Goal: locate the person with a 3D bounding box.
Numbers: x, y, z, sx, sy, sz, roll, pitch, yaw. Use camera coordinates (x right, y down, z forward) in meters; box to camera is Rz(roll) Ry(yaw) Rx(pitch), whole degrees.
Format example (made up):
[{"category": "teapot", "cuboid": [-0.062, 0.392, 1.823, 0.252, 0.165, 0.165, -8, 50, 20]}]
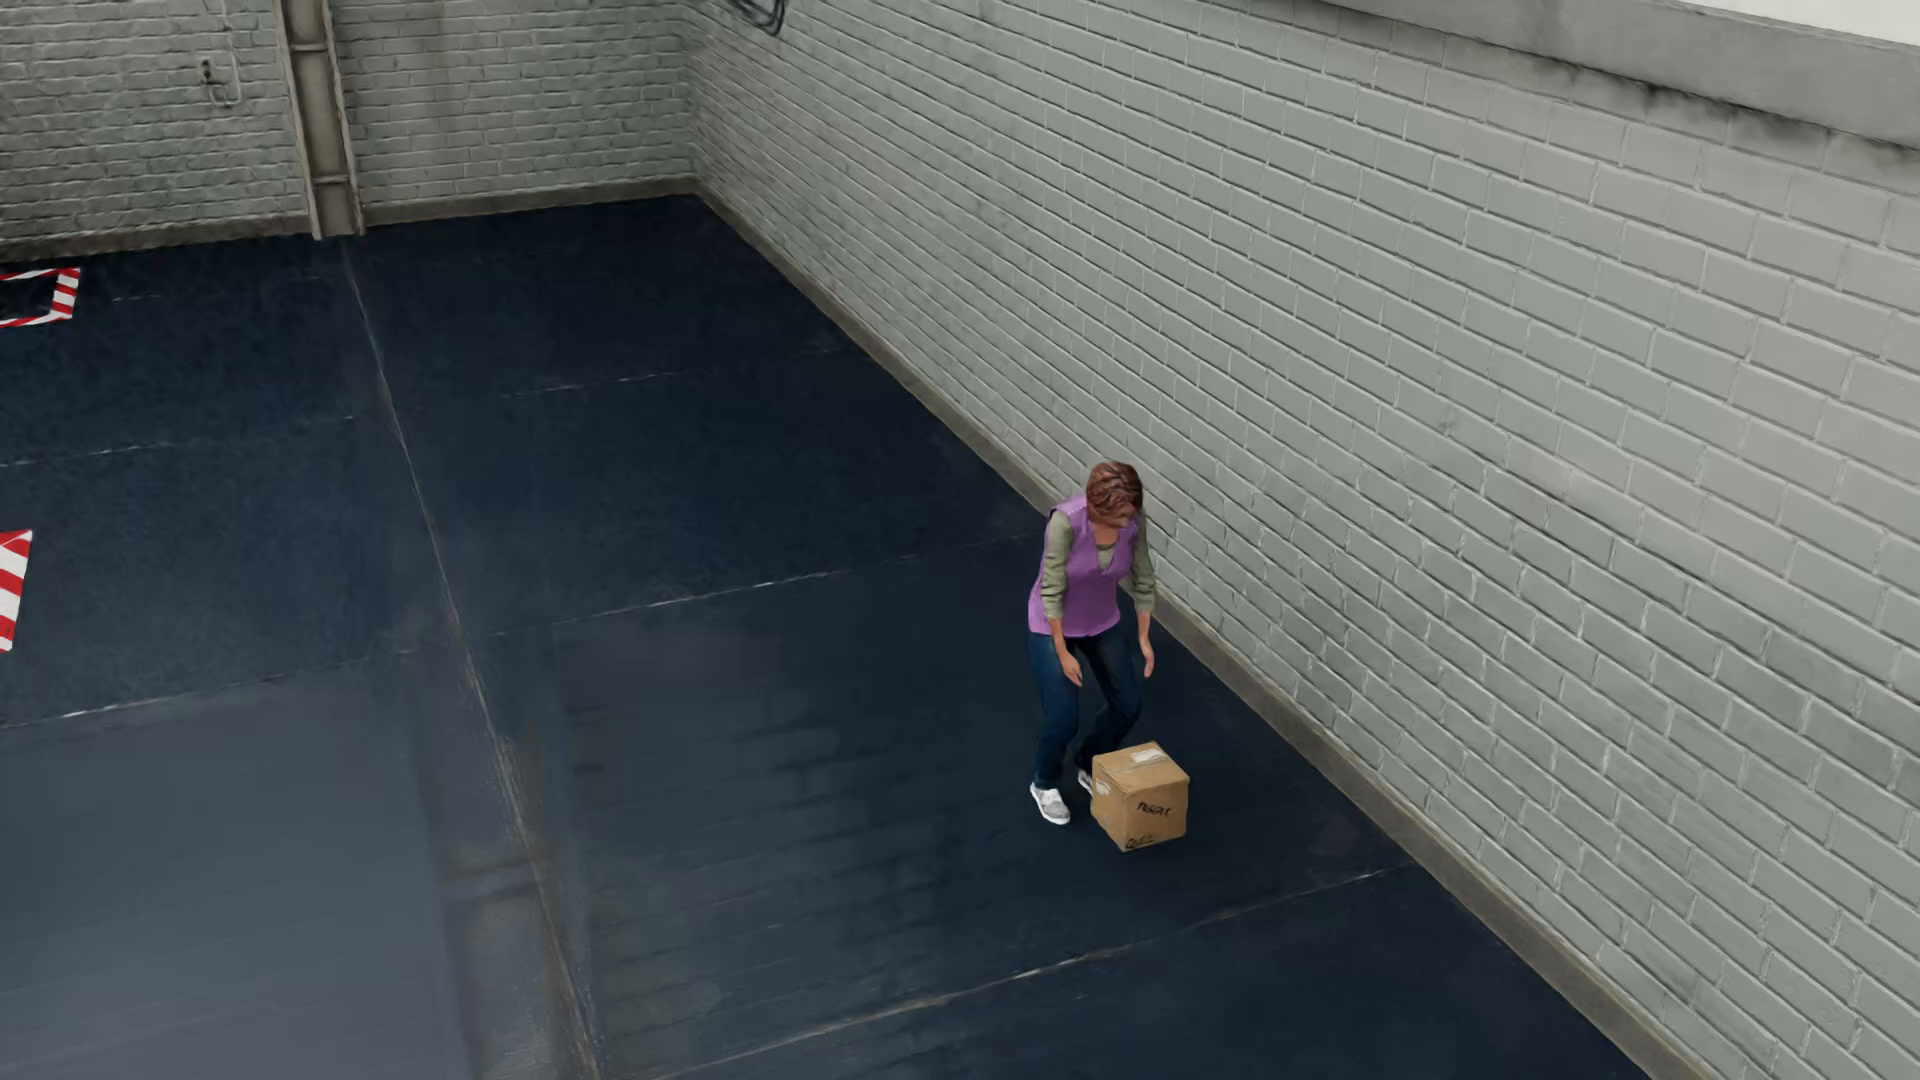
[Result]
[{"category": "person", "cuboid": [0.480, 0.353, 6.069, 0.447, 1.466, 0.497, -10, 28, -20]}]
